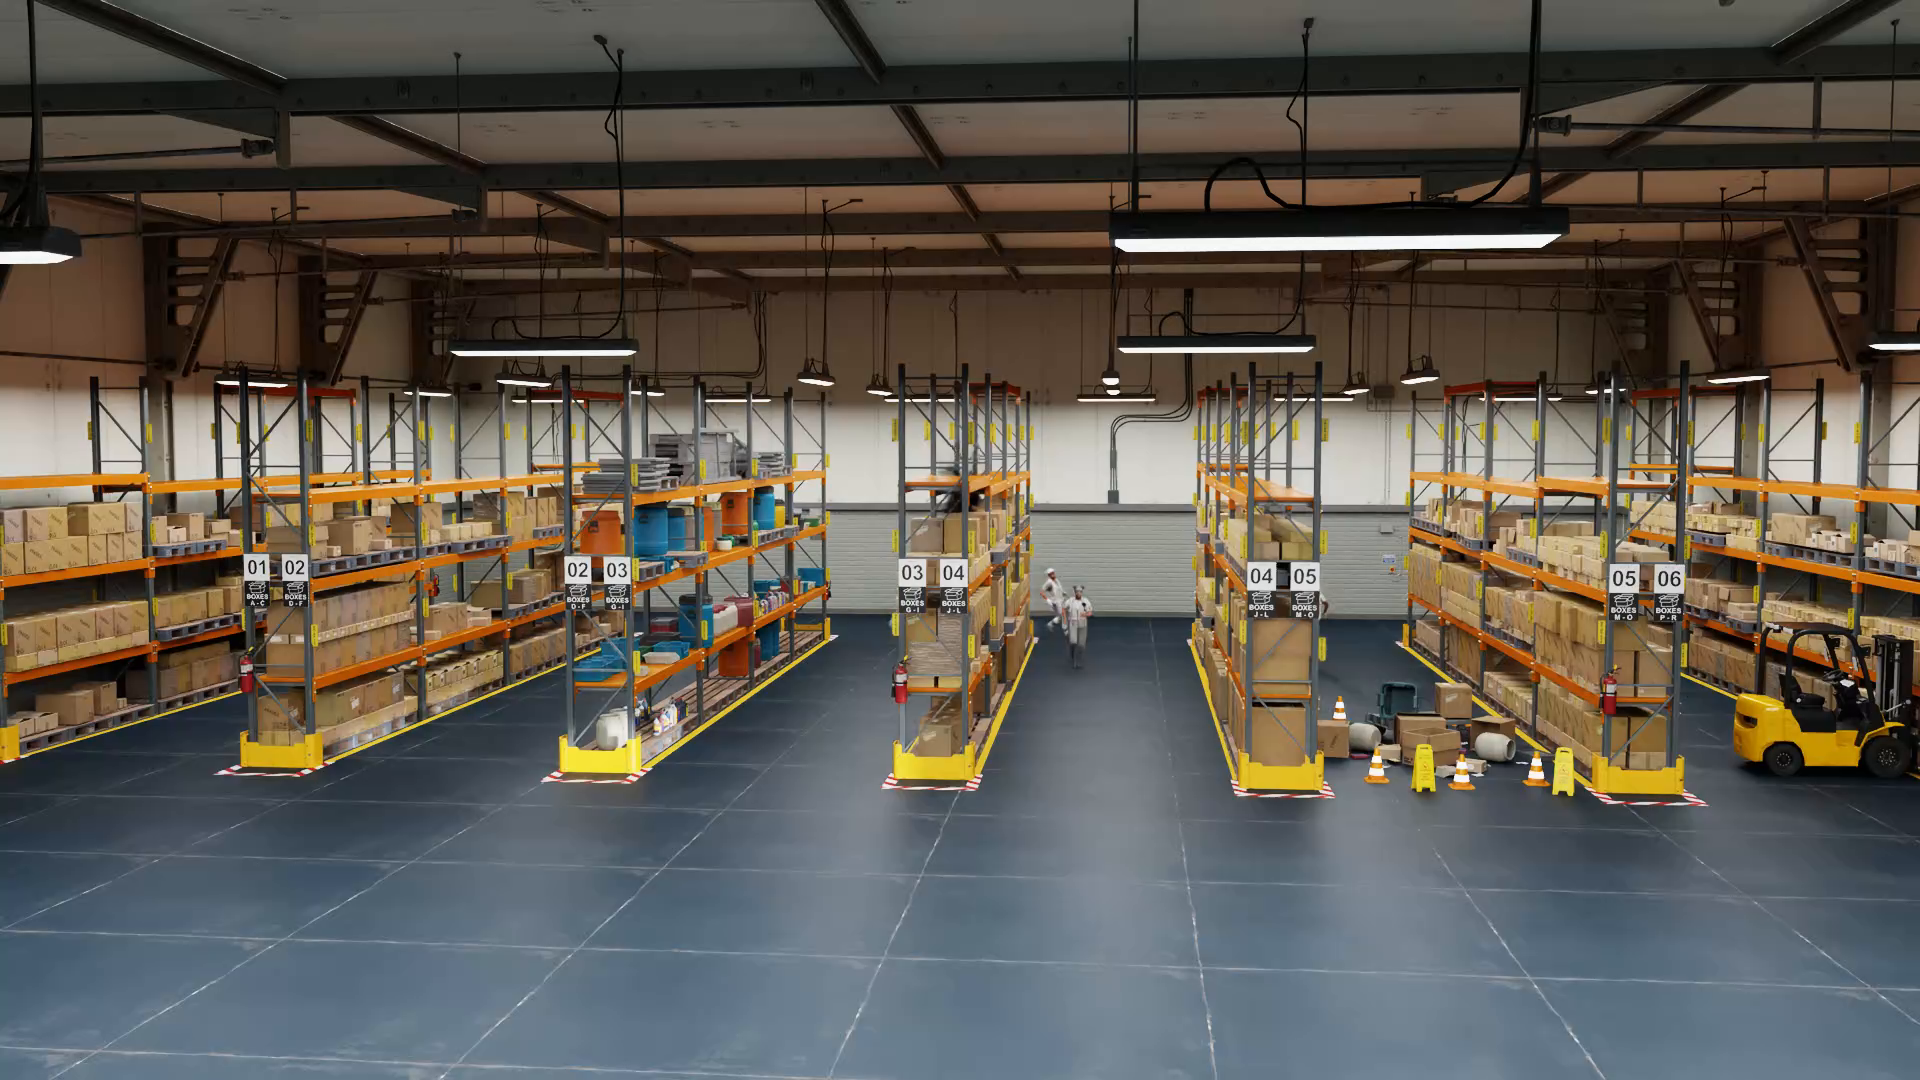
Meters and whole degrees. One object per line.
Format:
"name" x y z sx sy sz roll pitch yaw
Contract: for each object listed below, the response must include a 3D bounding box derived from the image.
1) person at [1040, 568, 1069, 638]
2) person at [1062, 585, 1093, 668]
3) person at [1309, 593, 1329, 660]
"person" 2.395 1.543 40.492 0.847 1.717 0.731 2 4 27
"person" 2.508 1.850 35.467 0.636 1.801 0.703 0 4 -2
"person" 7.662 1.747 36.378 0.676 1.790 0.965 0 4 -2
